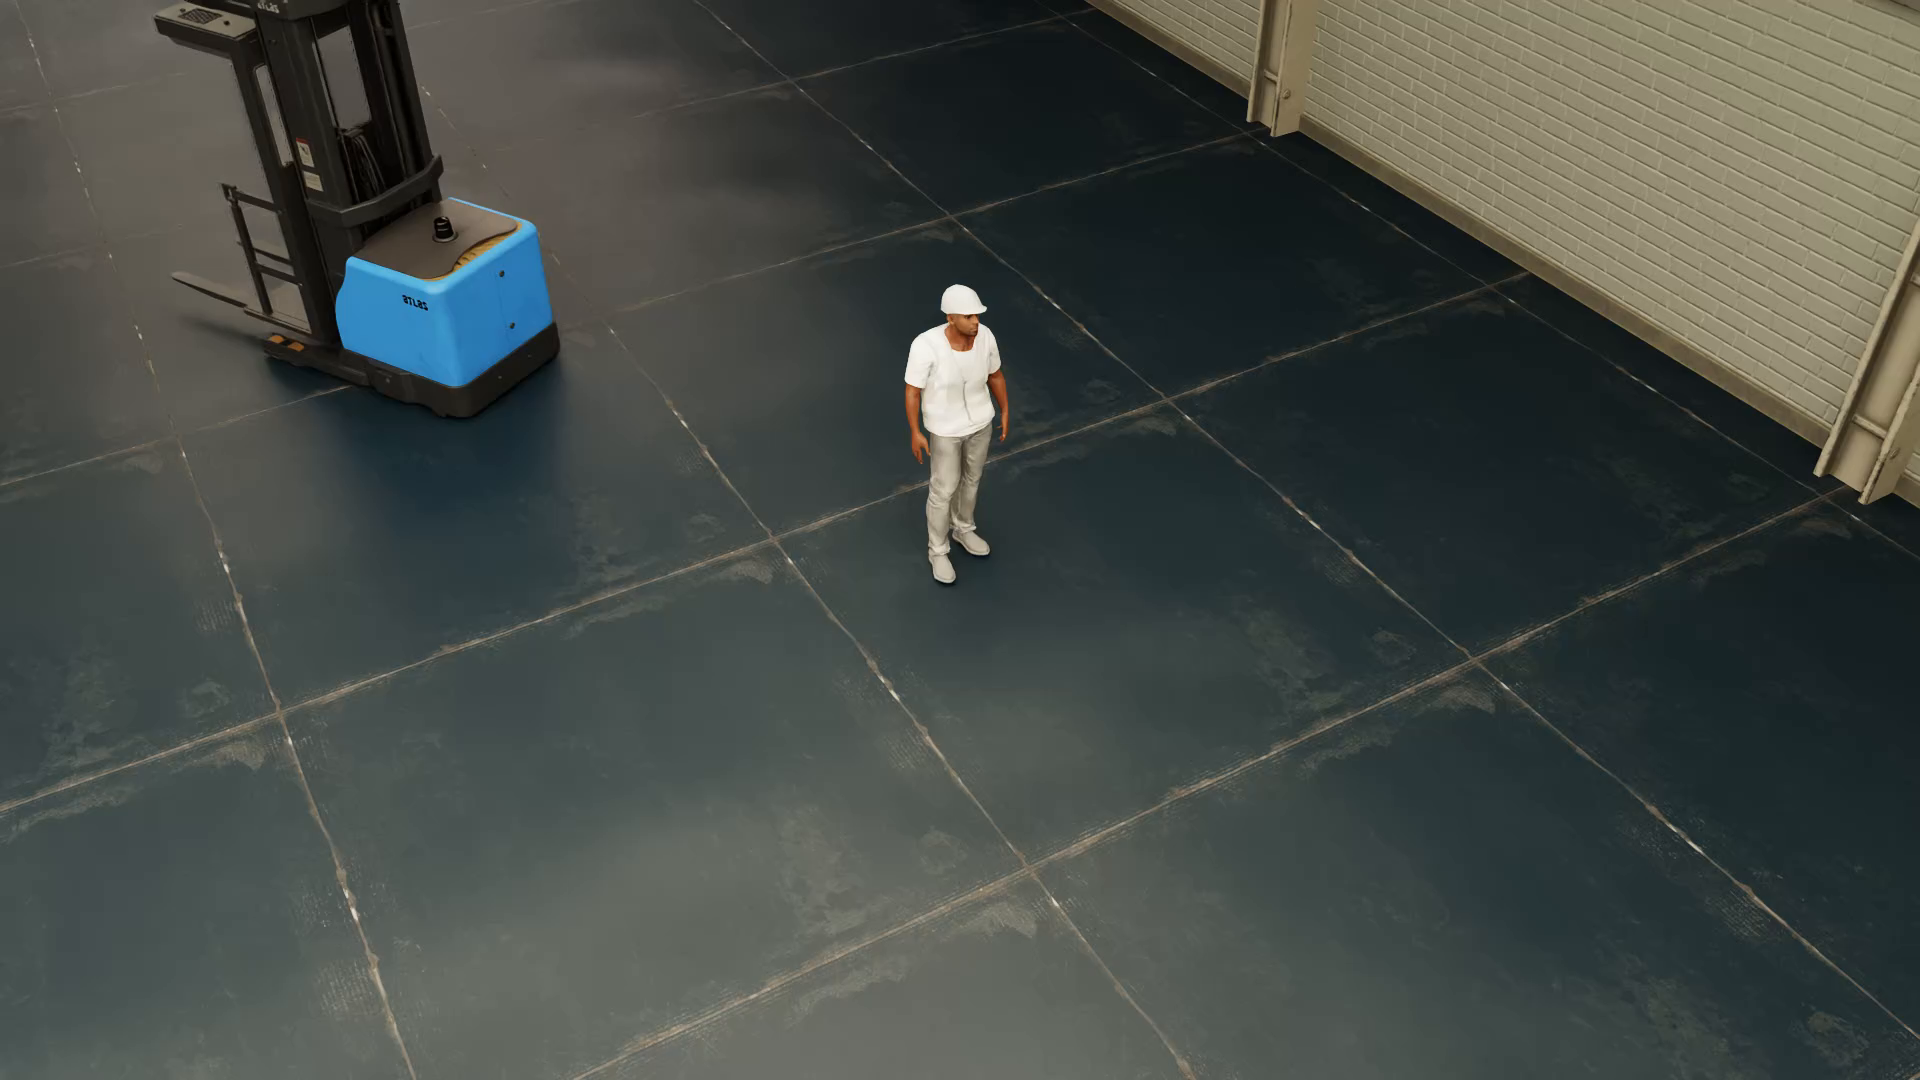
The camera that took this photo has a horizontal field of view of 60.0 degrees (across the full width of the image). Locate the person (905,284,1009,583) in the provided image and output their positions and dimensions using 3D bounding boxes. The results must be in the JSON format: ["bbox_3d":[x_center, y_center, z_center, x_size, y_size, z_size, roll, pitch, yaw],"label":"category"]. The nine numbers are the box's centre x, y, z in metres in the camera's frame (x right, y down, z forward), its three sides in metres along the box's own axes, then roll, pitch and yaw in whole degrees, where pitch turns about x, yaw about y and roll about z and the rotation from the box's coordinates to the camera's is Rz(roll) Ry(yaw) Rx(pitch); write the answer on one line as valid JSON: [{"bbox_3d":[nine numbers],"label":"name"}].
[{"bbox_3d":[0.029,-0.645,9.715,0.665,1.765,0.577,-20,44,-23],"label":"person"}]

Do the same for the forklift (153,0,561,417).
[{"bbox_3d":[-4.389,-2.639,11.217,3.031,2.935,1.130,20,44,22],"label":"forklift"}]
